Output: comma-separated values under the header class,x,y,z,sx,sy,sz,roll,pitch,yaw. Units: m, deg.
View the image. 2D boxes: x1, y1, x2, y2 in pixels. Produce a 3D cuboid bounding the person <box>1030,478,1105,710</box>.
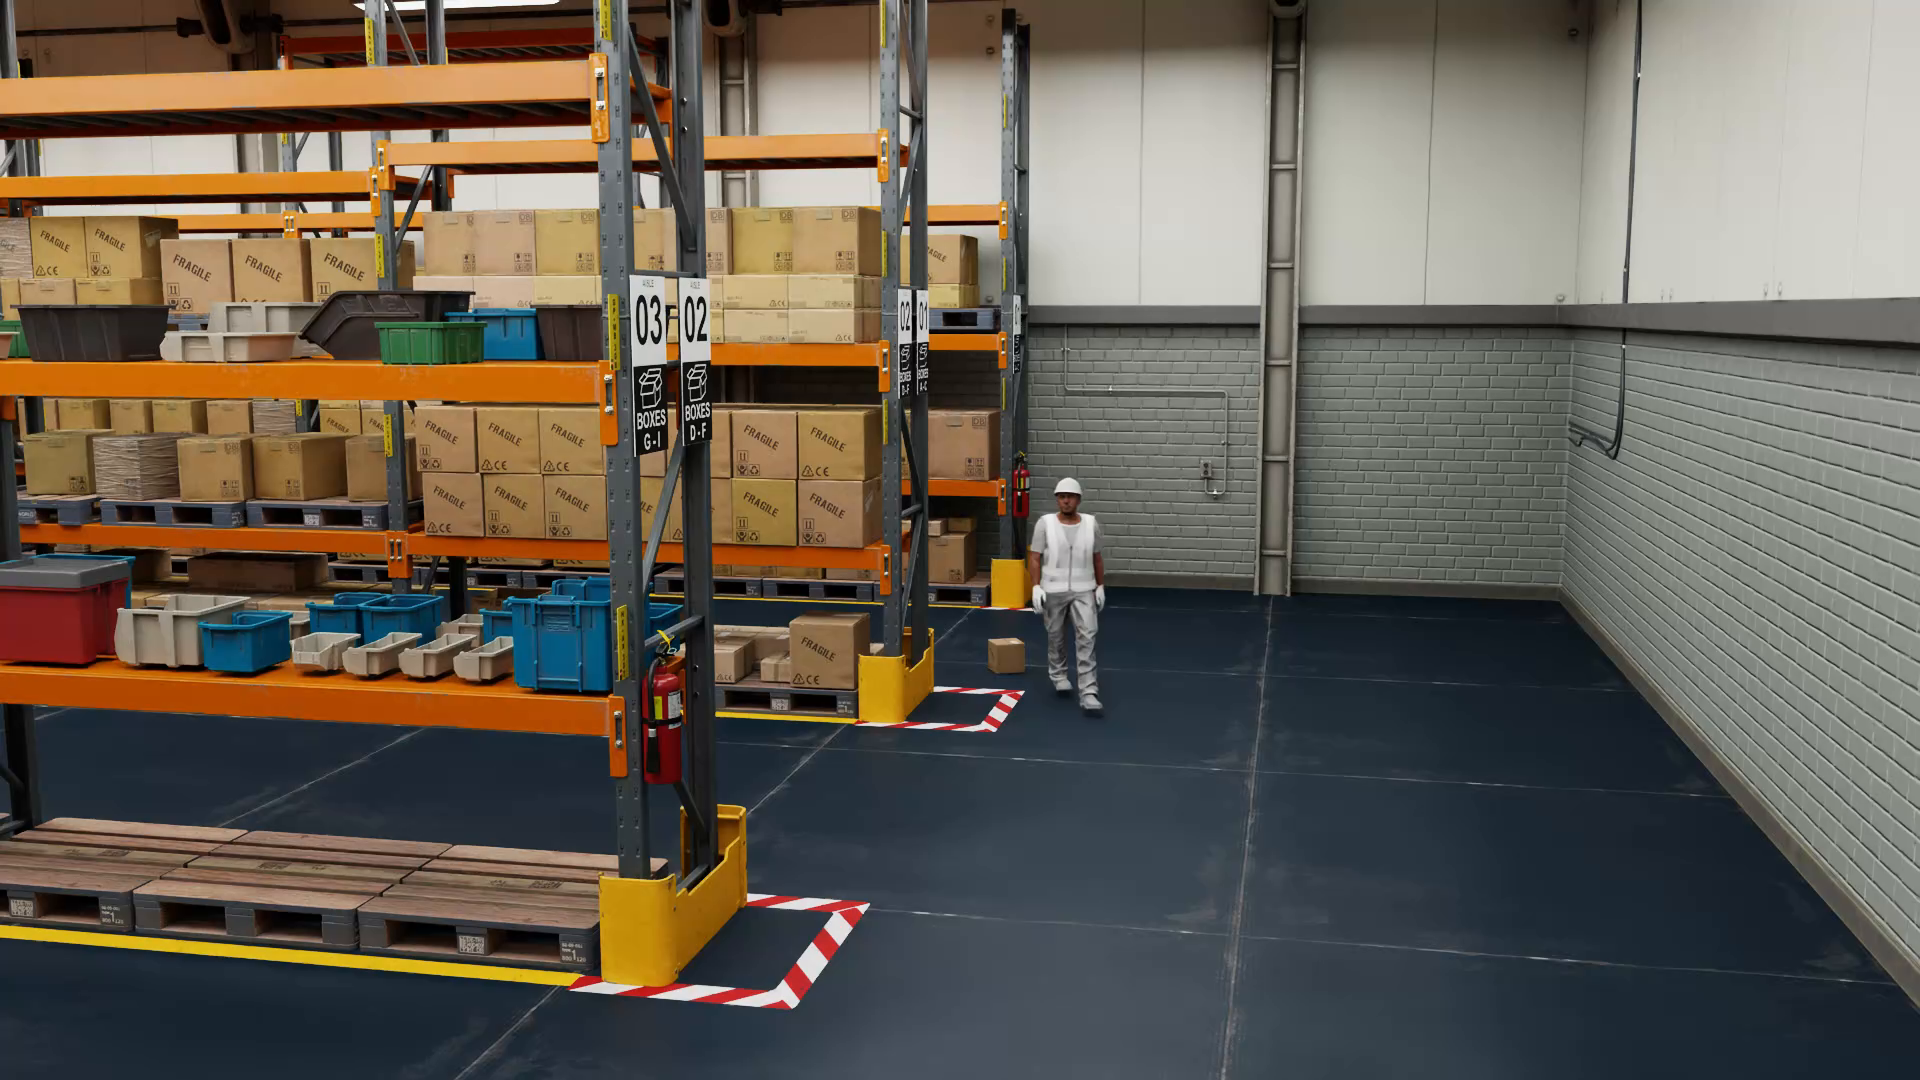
class,x,y,z,sx,sy,sz,roll,pitch,yaw
person,0.844,0.392,12.804,0.605,1.731,0.999,0,8,-2
